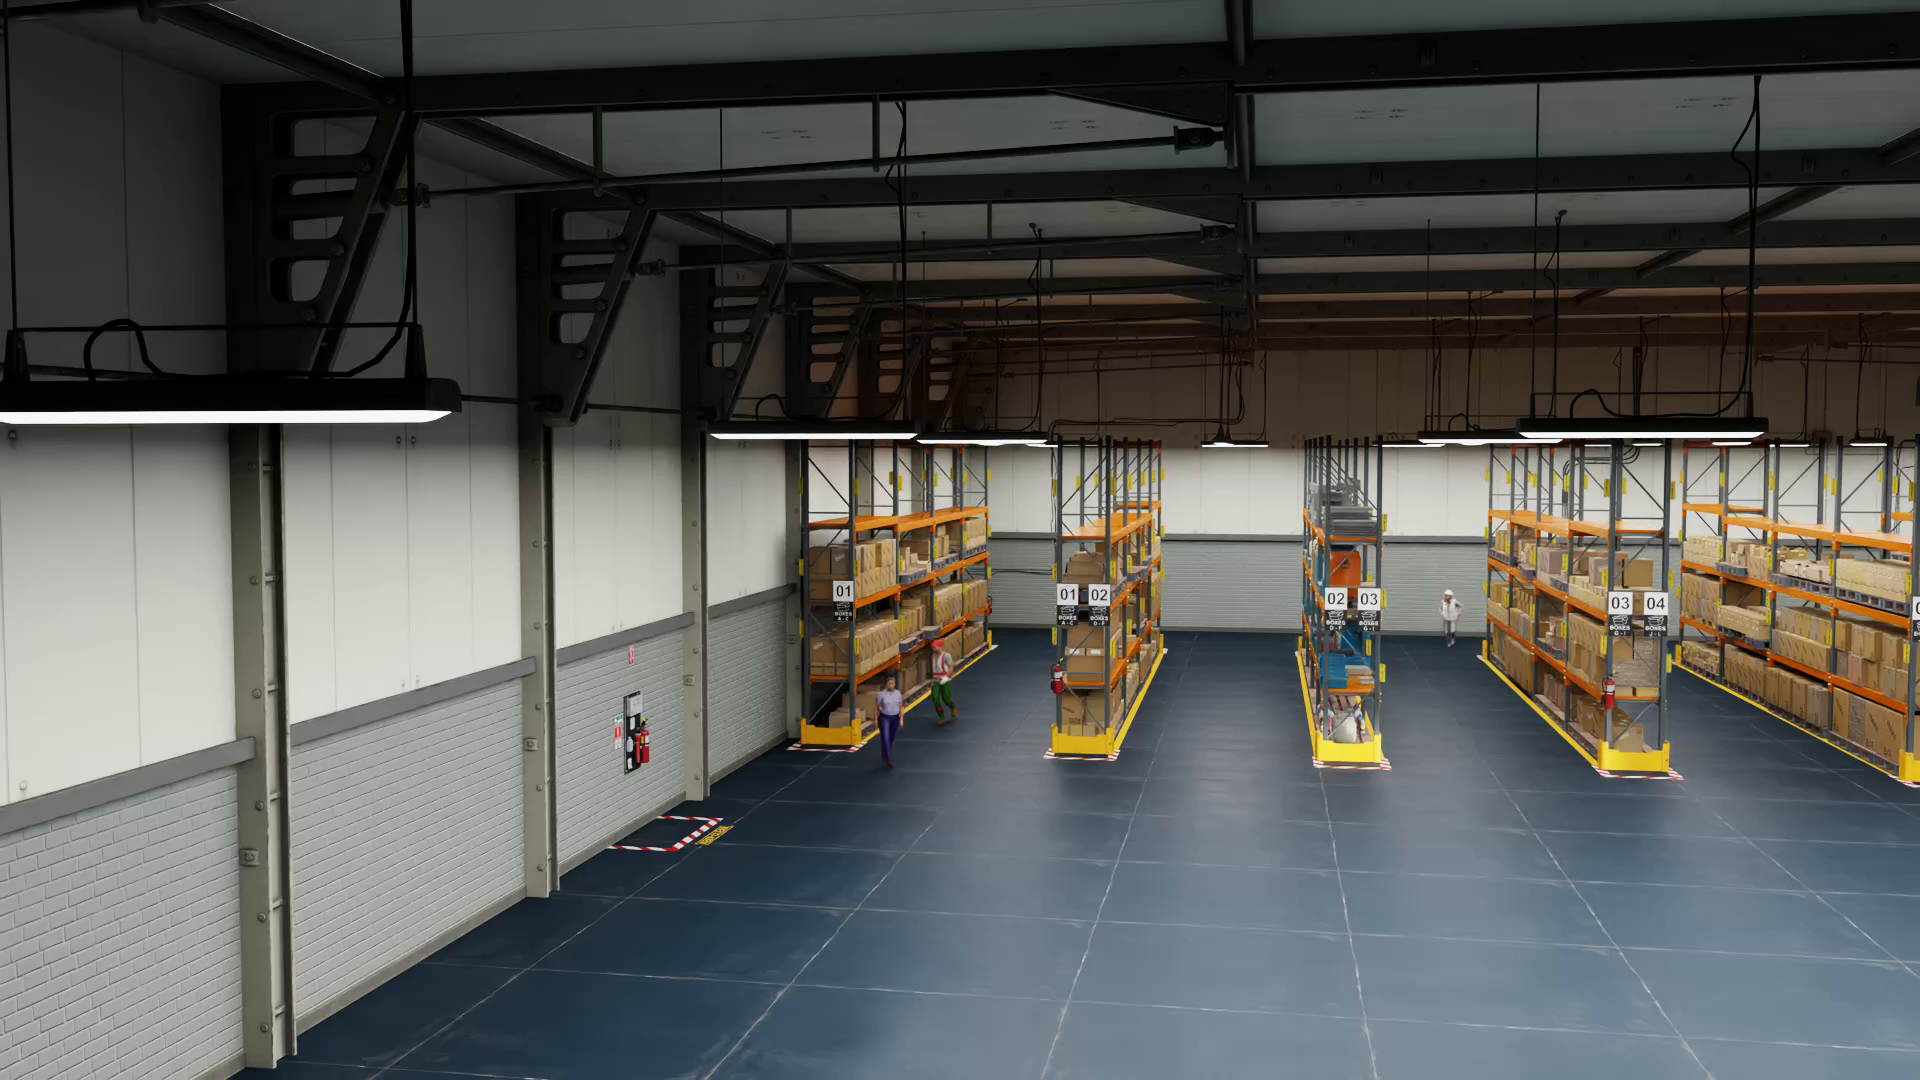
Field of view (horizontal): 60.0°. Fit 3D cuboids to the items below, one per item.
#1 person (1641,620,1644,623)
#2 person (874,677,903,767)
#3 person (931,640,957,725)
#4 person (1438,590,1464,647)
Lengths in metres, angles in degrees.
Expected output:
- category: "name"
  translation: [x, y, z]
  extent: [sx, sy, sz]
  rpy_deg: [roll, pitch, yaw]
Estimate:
- category: "person"
  translation: [18.951, 2.403, 45.794]
  extent: [0.663, 1.654, 0.459]
  rpy_deg: [0, 3, 9]
- category: "person"
  translation: [-1.273, 3.270, 30.121]
  extent: [0.529, 1.592, 0.971]
  rpy_deg: [-2, 4, -30]
- category: "person"
  translation: [-0.355, 2.962, 34.890]
  extent: [0.580, 1.754, 0.687]
  rpy_deg: [2, 4, 33]
- category: "person"
  translation: [14.249, 2.275, 48.249]
  extent: [0.709, 1.681, 0.704]
  rpy_deg: [1, 3, 22]
